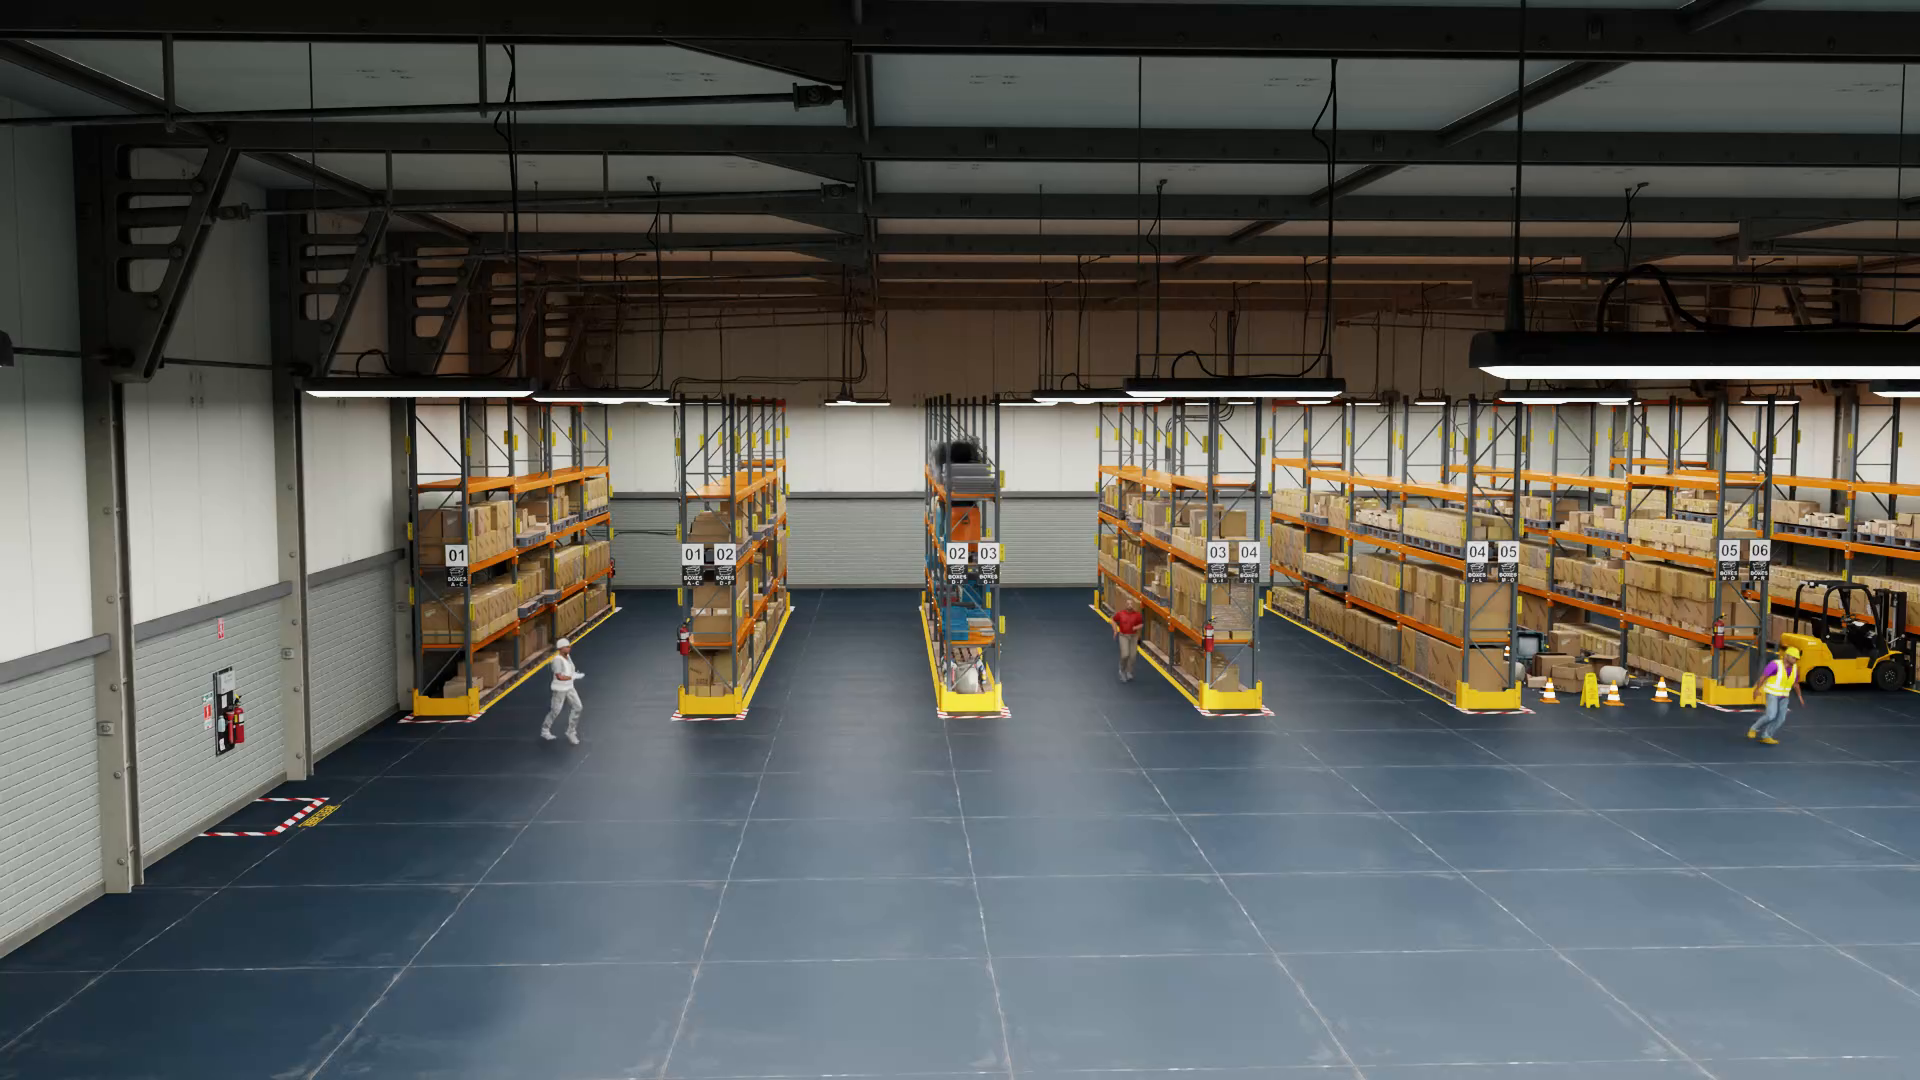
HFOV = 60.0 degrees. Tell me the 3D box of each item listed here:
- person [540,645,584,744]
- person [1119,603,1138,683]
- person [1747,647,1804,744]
[{"bbox_3d":[-6.773,2.609,28.410,0.856,1.799,0.647,1,5,17],"label":"person"},{"bbox_3d":[3.531,2.154,34.919,0.415,1.695,0.657,-1,5,-8],"label":"person"},{"bbox_3d":[13.905,2.633,28.278,0.795,1.683,0.677,-1,5,-13],"label":"person"}]
